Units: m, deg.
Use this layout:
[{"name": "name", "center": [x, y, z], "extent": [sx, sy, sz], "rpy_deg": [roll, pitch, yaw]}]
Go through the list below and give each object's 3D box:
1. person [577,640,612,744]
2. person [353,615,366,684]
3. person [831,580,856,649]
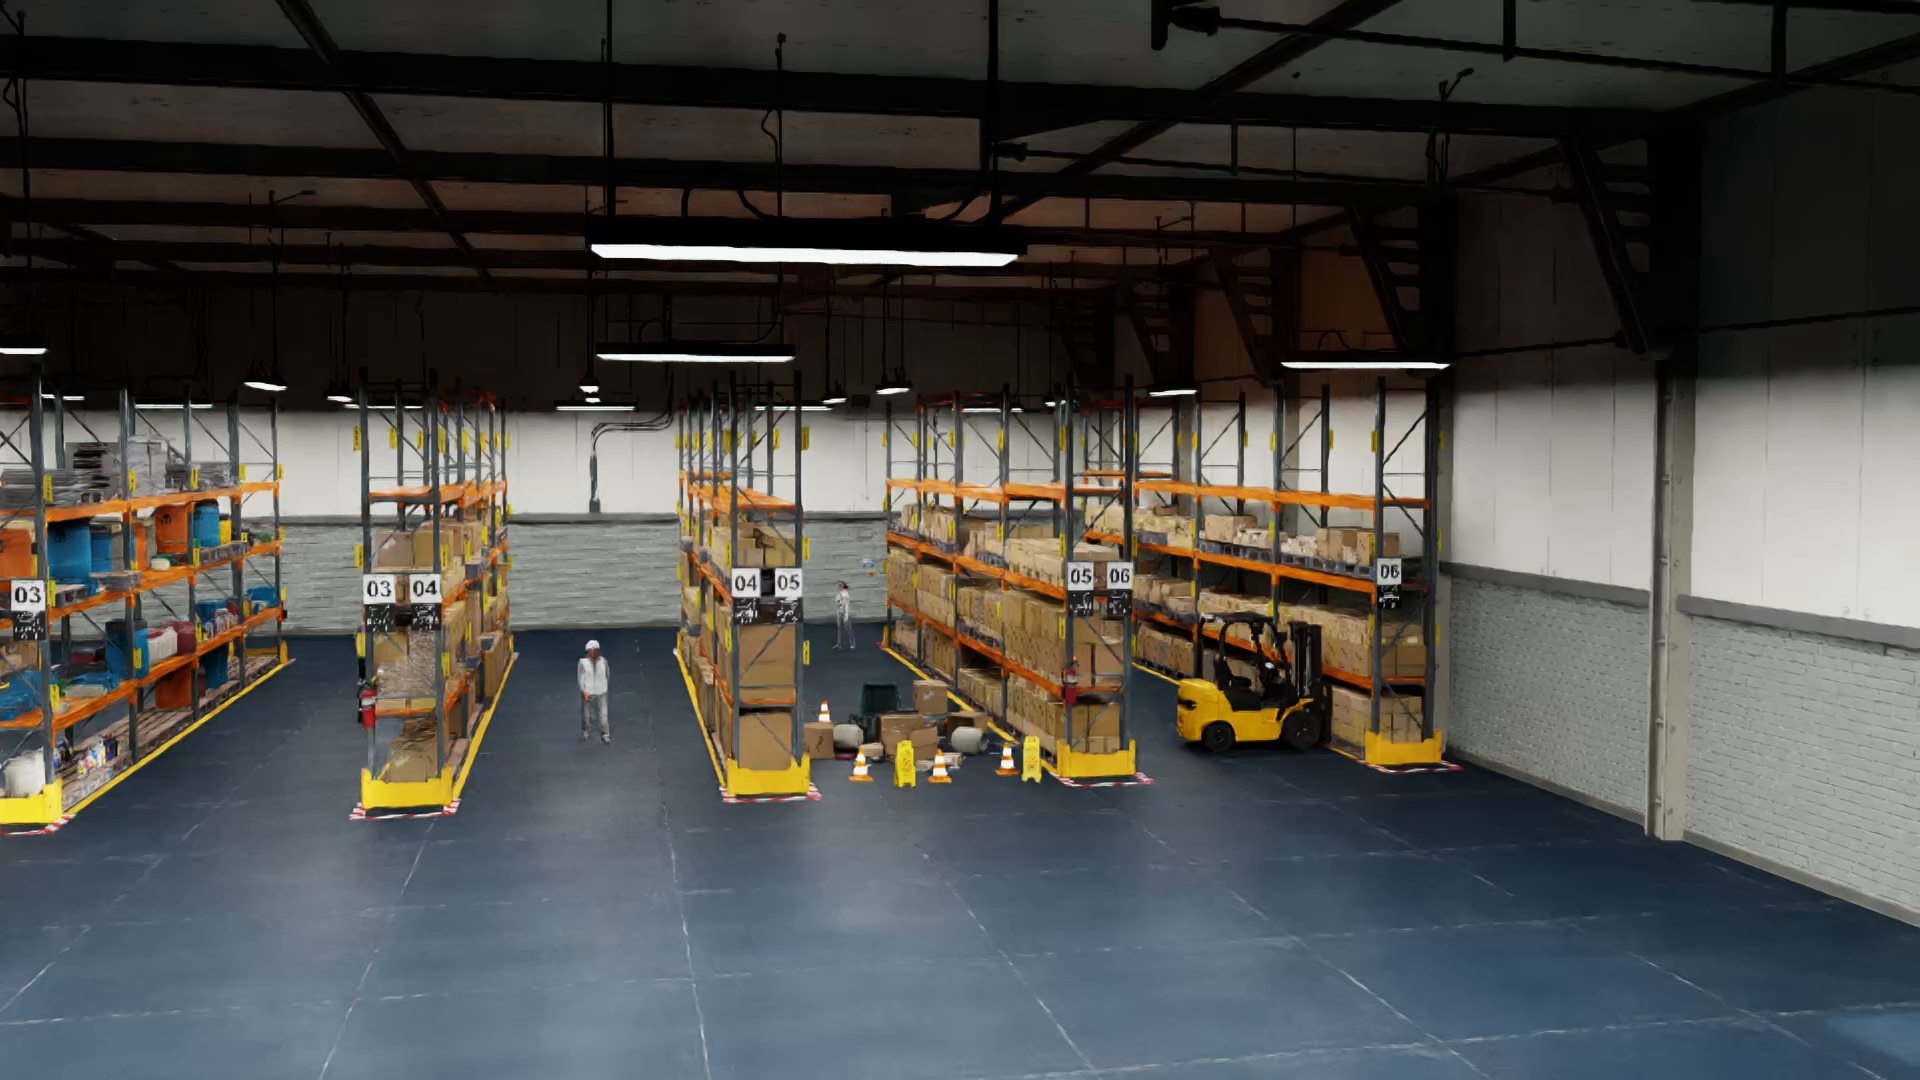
[{"name": "person", "center": [-6.065, 2.500, 27.500], "extent": [0.538, 1.715, 1.029], "rpy_deg": [-1, 4, -21]}, {"name": "person", "center": [-12.108, 2.214, 34.027], "extent": [0.566, 1.541, 0.519], "rpy_deg": [-1, 4, -15]}, {"name": "person", "center": [-2.791, 1.789, 40.016], "extent": [0.521, 1.667, 0.586], "rpy_deg": [-2, 4, -27]}]
